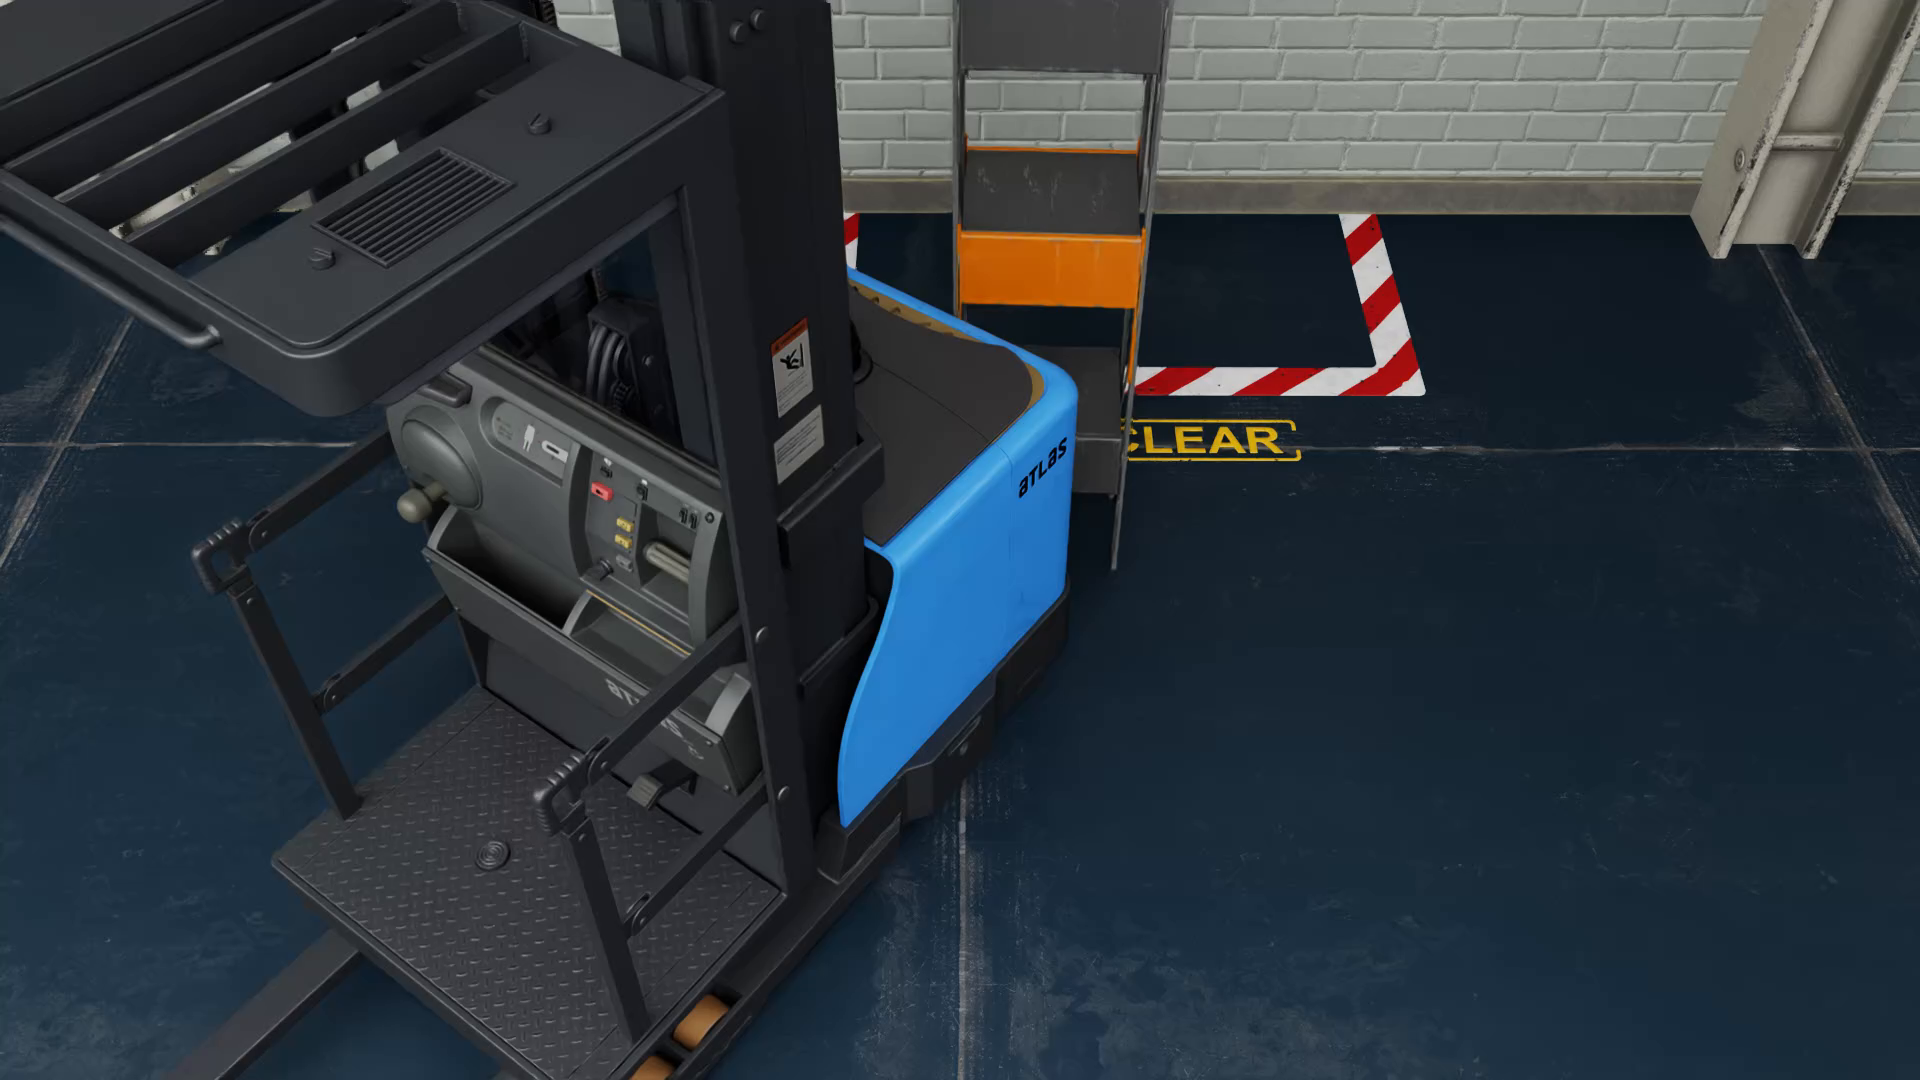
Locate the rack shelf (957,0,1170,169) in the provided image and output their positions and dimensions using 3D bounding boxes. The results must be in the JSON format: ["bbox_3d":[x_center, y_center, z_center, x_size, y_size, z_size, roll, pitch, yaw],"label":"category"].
[{"bbox_3d":[0.242,-1.243,4.035,0.480,0.518,0.431,2,47,2],"label":"rack shelf"}]

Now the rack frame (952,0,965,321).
[{"bbox_3d":[-0.002,-0.784,4.545,0.015,2.100,0.400,2,47,2],"label":"rack frame"}]

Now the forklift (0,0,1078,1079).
[{"bbox_3d":[-0.966,-0.022,3.268,1.130,2.935,3.031,28,53,24],"label":"forklift"}]

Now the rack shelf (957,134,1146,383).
[{"bbox_3d":[0.242,-0.767,4.548,0.480,0.518,0.431,2,47,2],"label":"rack shelf"}]

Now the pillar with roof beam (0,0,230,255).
[{"bbox_3d":[-2.999,-1.100,0.126,0.400,9.000,9.100,0,47,0],"label":"pillar with roof beam"}]

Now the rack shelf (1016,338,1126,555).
[{"bbox_3d":[0.242,-0.290,5.060,0.480,0.518,0.431,2,47,2],"label":"rack shelf"}]

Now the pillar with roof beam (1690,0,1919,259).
[{"bbox_3d":[3.001,-1.084,0.111,0.400,9.000,9.100,0,47,0],"label":"pillar with roof beam"}]

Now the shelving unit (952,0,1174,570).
[{"bbox_3d":[0.242,-0.776,4.538,0.503,2.100,0.431,2,47,2],"label":"shelving unit"}]

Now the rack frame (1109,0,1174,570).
[{"bbox_3d":[0.485,-0.768,4.530,0.015,2.100,0.400,2,47,2],"label":"rack frame"}]
